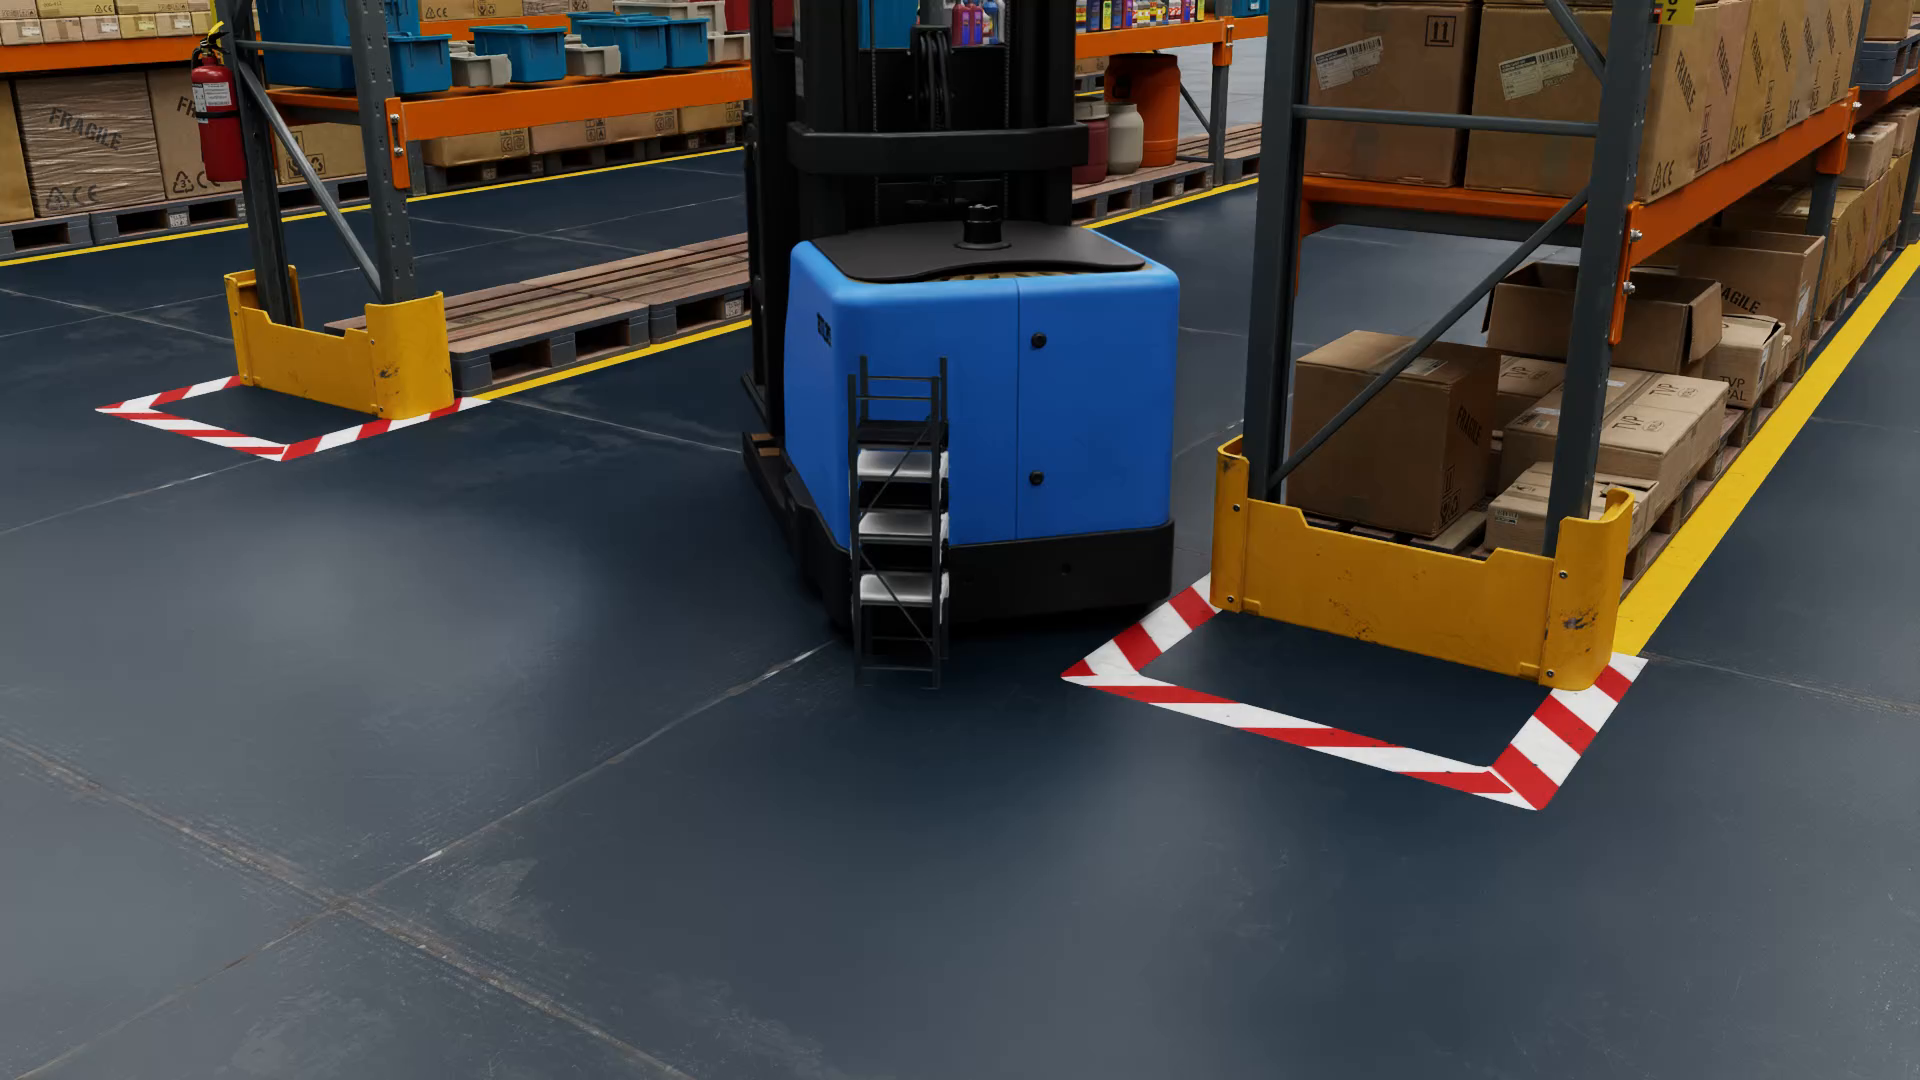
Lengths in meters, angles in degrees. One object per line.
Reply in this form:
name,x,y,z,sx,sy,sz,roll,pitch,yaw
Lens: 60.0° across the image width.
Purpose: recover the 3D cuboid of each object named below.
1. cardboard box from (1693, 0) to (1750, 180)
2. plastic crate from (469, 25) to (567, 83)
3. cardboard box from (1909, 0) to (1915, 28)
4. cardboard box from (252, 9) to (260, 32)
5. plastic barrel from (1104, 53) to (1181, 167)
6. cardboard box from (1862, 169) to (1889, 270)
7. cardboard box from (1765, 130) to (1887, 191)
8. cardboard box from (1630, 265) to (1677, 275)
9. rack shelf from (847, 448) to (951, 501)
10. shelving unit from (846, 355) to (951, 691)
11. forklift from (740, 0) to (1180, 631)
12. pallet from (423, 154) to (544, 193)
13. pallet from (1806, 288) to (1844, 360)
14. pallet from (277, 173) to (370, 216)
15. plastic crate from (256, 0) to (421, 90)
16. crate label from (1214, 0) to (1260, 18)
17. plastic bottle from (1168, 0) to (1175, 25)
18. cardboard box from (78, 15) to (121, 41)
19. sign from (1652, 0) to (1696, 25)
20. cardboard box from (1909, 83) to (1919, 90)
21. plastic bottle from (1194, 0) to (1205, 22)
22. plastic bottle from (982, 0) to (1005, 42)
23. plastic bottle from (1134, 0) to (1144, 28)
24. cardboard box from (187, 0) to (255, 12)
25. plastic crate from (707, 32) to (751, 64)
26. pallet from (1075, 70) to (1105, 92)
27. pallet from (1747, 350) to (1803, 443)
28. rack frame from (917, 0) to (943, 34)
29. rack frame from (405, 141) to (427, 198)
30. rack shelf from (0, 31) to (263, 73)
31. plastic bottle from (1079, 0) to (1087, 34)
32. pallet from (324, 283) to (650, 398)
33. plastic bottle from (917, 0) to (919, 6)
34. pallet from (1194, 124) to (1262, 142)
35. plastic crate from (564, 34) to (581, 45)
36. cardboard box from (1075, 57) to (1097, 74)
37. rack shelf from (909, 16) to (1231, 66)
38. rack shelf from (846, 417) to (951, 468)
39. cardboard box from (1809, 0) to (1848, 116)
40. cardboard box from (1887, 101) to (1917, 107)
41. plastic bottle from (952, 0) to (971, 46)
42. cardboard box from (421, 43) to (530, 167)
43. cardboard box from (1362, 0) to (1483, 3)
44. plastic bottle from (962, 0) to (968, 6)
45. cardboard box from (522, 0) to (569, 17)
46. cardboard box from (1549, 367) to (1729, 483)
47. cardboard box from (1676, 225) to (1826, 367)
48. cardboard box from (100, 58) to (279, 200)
cardboard box,2.050,-1.390,5.055,0.500,0.500,0.500,13,24,31
plastic crate,-2.016,-2.231,7.626,0.416,0.233,0.300,13,24,32
cardboard box,4.331,-2.812,8.293,0.700,0.500,0.500,18,27,40
cardboard box,-5.124,-3.634,11.629,0.380,0.149,0.250,14,24,33
plastic barrel,1.439,-3.416,13.200,0.600,0.830,0.708,13,24,32
cardboard box,4.882,-1.833,9.367,0.500,0.500,0.500,12,24,30
cardboard box,4.581,-2.030,8.817,0.500,0.250,0.500,13,24,32
cardboard box,3.131,-1.133,7.746,0.500,0.311,0.500,13,24,32
rack shelf,-0.164,-0.180,4.532,0.258,0.077,0.200,2,20,5
shelving unit,-0.164,-0.043,4.583,0.258,0.900,0.210,2,20,5
forklift,-0.218,-1.587,5.830,1.130,2.935,3.031,-5,21,-14
pallet,-4.274,-3.127,13.915,1.003,0.211,1.213,13,24,32
pallet,3.972,-1.199,8.702,1.003,0.211,1.213,13,24,32
pallet,-5.137,-2.688,12.728,1.003,0.211,1.213,13,24,32
plastic crate,-2.764,-2.263,7.421,0.616,0.435,0.499,13,24,32
crate label,2.246,-4.350,13.443,0.303,0.233,0.416,13,24,32
plastic bottle,1.561,-3.965,12.446,0.097,0.201,0.097,0,20,0
cardboard box,-5.700,-3.340,10.834,0.380,0.149,0.250,13,24,31
sign,1.746,-1.419,4.028,0.100,0.325,0.005,13,24,32
cardboard box,8.413,-4.137,14.903,0.500,0.500,0.500,13,24,32
plastic bottle,1.825,-4.127,12.766,0.061,0.283,0.133,13,24,32
plastic bottle,0.232,-3.338,10.645,0.152,0.276,0.135,13,24,32
plastic bottle,1.287,-3.825,12.068,0.097,0.201,0.097,0,20,0
cardboard box,-5.252,-3.795,11.488,0.500,0.250,0.500,14,24,33
plastic crate,-1.279,-2.579,8.708,0.293,0.136,0.466,13,24,32
pallet,1.572,-6.086,21.915,1.003,0.211,1.213,13,24,32
pallet,3.159,-0.761,7.519,1.003,0.211,1.213,13,24,32
rack frame,-0.549,-3.233,10.182,1.000,3.000,0.127,13,24,32
rack frame,-4.645,-4.199,12.793,1.000,3.000,0.127,13,24,32
rack shelf,-5.769,-3.288,11.367,1.077,0.370,4.000,13,24,32
plastic bottle,0.820,-3.619,11.411,0.097,0.271,0.097,0,20,0
pallet,-2.302,-1.007,8.182,1.003,0.211,1.213,13,24,32
plastic bottle,-0.303,-3.538,11.076,0.144,0.351,0.185,13,24,32
pallet,2.854,-3.636,15.291,1.003,0.211,1.213,13,24,32
plastic crate,-2.026,-2.513,8.528,0.298,0.136,0.250,13,24,32
cardboard box,1.428,-6.313,21.505,0.500,0.500,0.500,-17,26,-38
rack shelf,0.575,-3.470,11.858,1.077,0.370,4.000,13,24,32
rack shelf,-0.164,-0.265,4.501,0.258,0.077,0.200,2,20,5
cardboard box,3.188,-1.971,6.626,0.500,0.500,0.500,14,25,33
cardboard box,7.197,-3.123,12.434,0.500,0.311,0.500,13,24,31
plastic bottle,0.010,-3.200,10.262,0.061,0.283,0.133,13,24,32
cardboard box,-4.302,-3.587,13.596,1.225,0.875,0.875,13,24,32
cardboard box,1.320,-1.816,4.764,0.500,0.500,0.500,13,24,31
plastic bottle,0.008,-3.579,11.303,0.097,0.271,0.097,0,20,0
cardboard box,-3.616,-4.617,13.779,0.500,0.500,0.500,13,24,31
cardboard box,2.399,-0.423,5.913,0.500,0.250,0.500,13,24,32
cardboard box,3.460,-1.081,7.333,0.500,0.500,0.500,13,24,32
cardboard box,-5.588,-2.967,11.921,0.875,0.875,0.875,13,24,32
